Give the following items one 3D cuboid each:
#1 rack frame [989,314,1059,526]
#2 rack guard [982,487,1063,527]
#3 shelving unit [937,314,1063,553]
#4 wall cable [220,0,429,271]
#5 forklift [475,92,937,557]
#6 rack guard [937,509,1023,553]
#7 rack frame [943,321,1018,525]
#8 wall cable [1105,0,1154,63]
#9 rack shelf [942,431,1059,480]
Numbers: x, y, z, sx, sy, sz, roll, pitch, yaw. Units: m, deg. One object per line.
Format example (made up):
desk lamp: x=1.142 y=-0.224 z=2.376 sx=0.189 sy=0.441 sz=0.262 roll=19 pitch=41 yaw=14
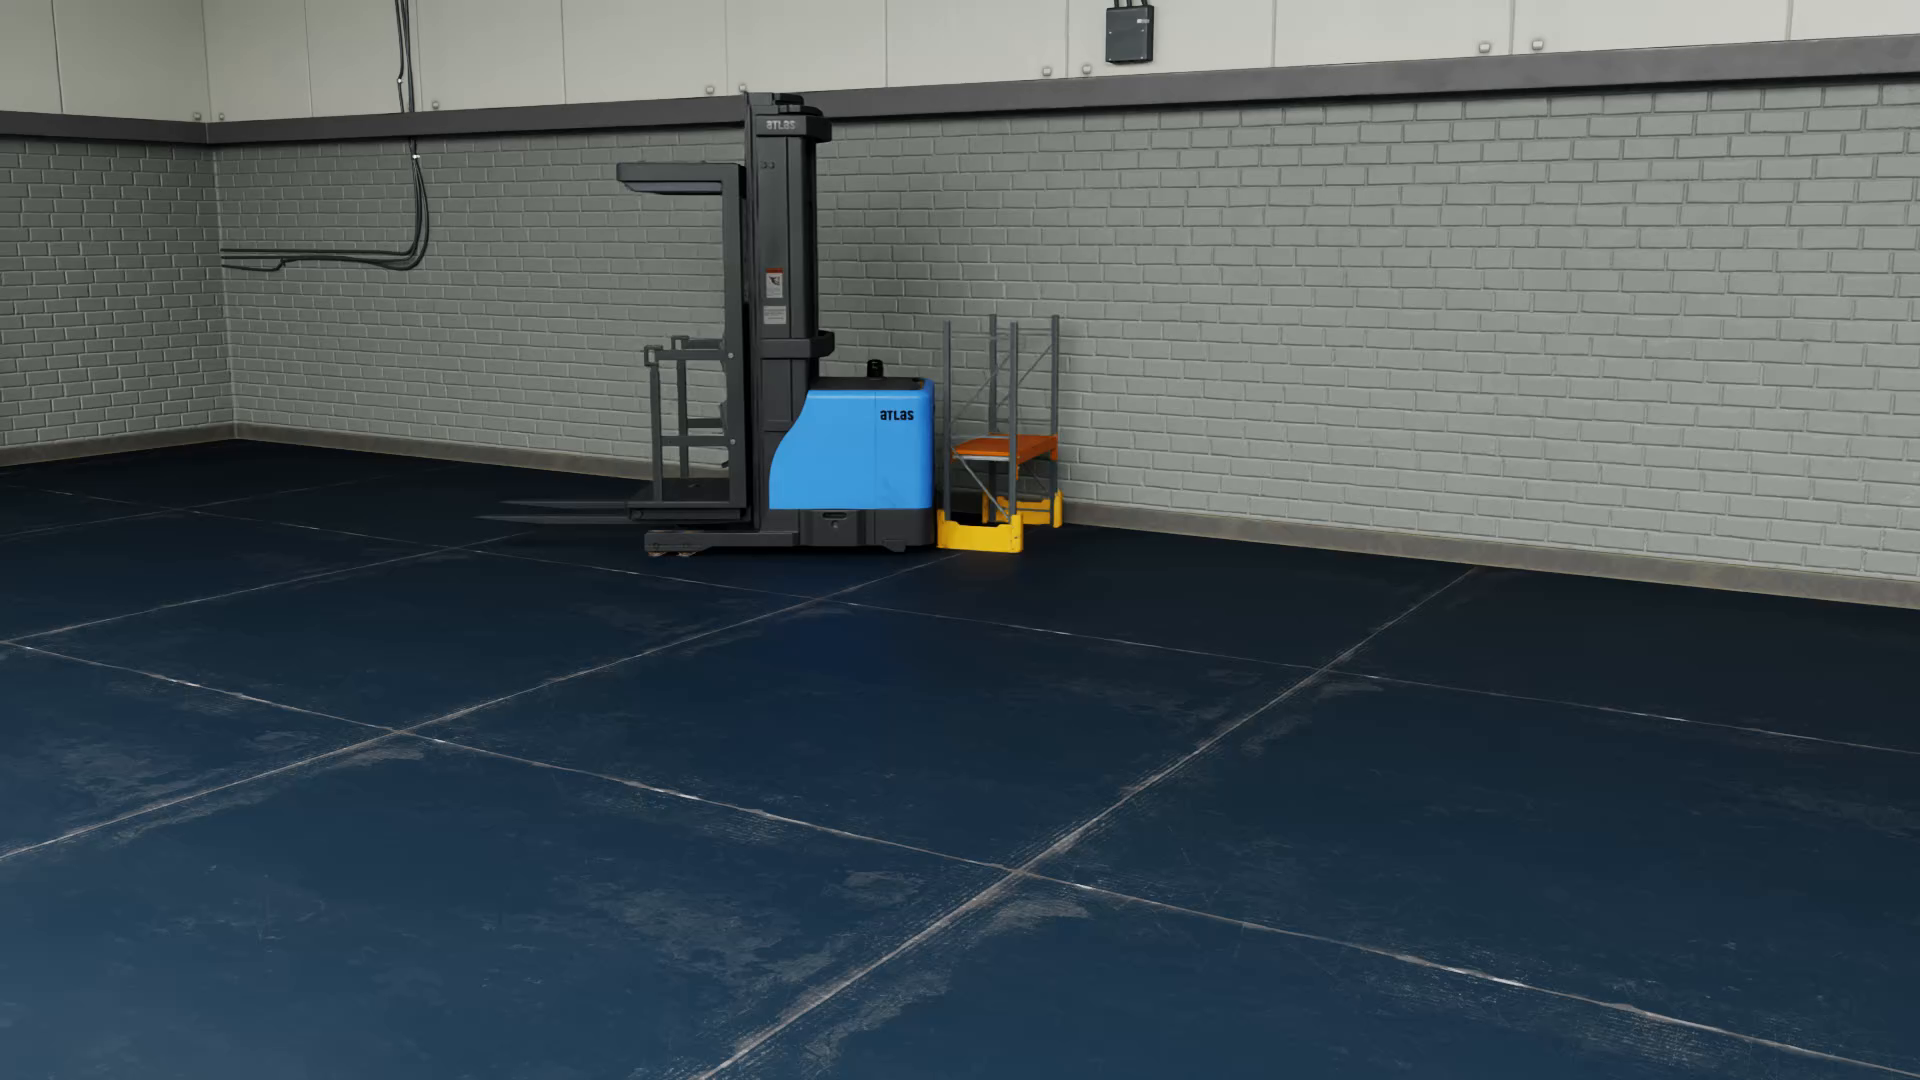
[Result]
rack frame: x=0.452 y=-0.854 z=11.856 sx=0.500 sy=1.500 sz=0.032 roll=4 pitch=11 yaw=18
rack guard: x=0.446 y=-0.237 z=11.953 sx=0.587 sy=0.250 sz=0.087 roll=4 pitch=11 yaw=18
shelving unit: x=0.289 y=-0.764 z=11.374 sx=0.587 sy=1.500 sz=1.083 roll=4 pitch=11 yaw=18
wall cable: x=-6.121 y=-3.785 z=15.569 sx=3.097 sy=2.526 sz=0.112 roll=6 pitch=12 yaw=31
forklift: x=-1.681 y=-1.431 z=11.046 sx=3.031 sy=2.935 sz=1.130 roll=0 pitch=11 yaw=0
rack guard: x=0.131 y=-0.063 z=11.024 sx=0.587 sy=0.250 sz=0.087 roll=4 pitch=11 yaw=18
rack frame: x=0.131 y=-0.677 z=10.908 sx=0.500 sy=1.500 sz=0.032 roll=4 pitch=11 yaw=18
wall cable: x=1.984 y=-6.073 z=10.112 sx=2.305 sy=6.003 sz=0.169 roll=6 pitch=12 yaw=31
rack shelf: x=0.291 y=-0.589 z=11.415 sx=0.538 sy=0.185 sz=1.000 roll=4 pitch=11 yaw=18
